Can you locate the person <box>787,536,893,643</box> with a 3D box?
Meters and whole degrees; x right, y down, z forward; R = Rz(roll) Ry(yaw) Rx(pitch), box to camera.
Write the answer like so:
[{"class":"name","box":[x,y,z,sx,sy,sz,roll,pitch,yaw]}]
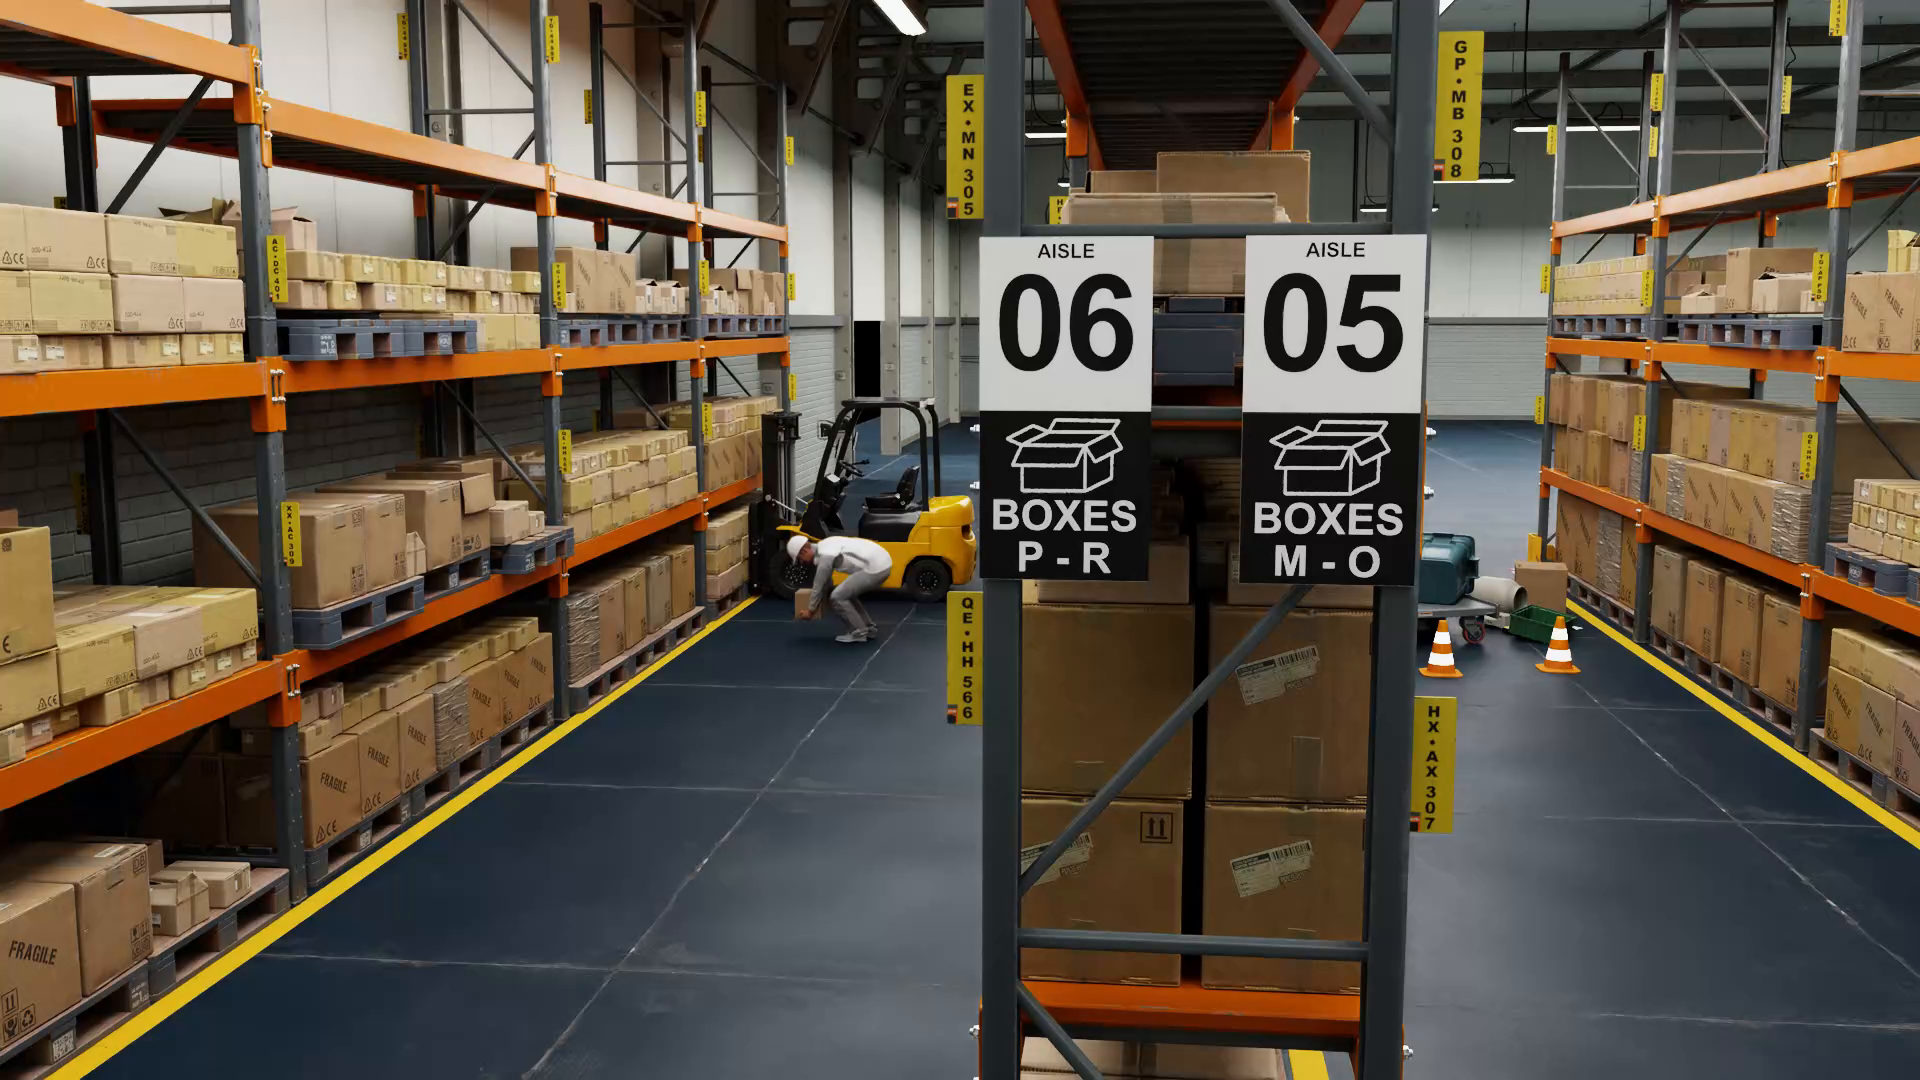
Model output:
[{"class":"person","box":[-1.133,0.455,15.714,0.991,0.997,0.505,0,8,4]}]
